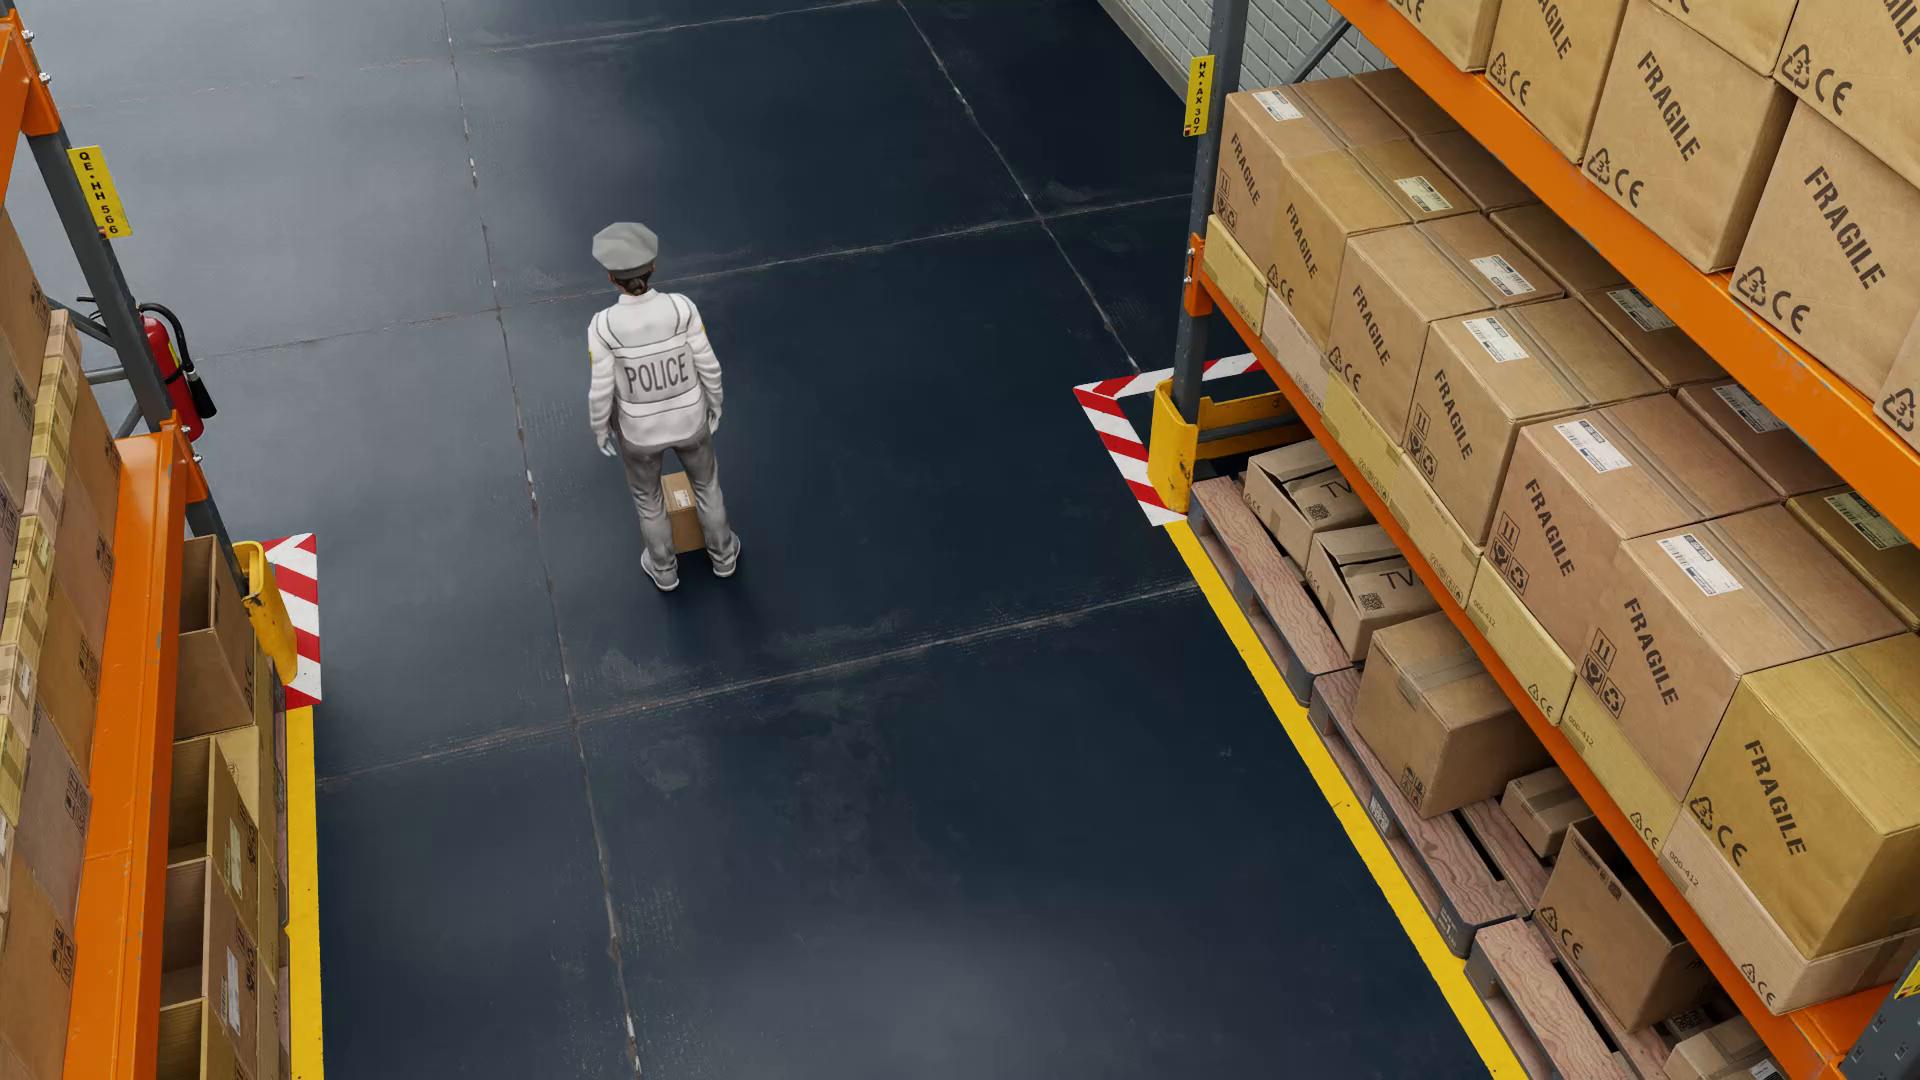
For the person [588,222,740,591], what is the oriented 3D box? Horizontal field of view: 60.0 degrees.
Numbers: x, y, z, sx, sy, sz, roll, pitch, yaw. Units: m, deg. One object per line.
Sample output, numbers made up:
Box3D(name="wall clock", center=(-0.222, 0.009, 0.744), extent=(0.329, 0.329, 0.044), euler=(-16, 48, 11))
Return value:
Box3D(name="person", center=(-1.203, -0.479, 6.678), extent=(0.546, 1.667, 0.369), euler=(-14, 44, -15))
